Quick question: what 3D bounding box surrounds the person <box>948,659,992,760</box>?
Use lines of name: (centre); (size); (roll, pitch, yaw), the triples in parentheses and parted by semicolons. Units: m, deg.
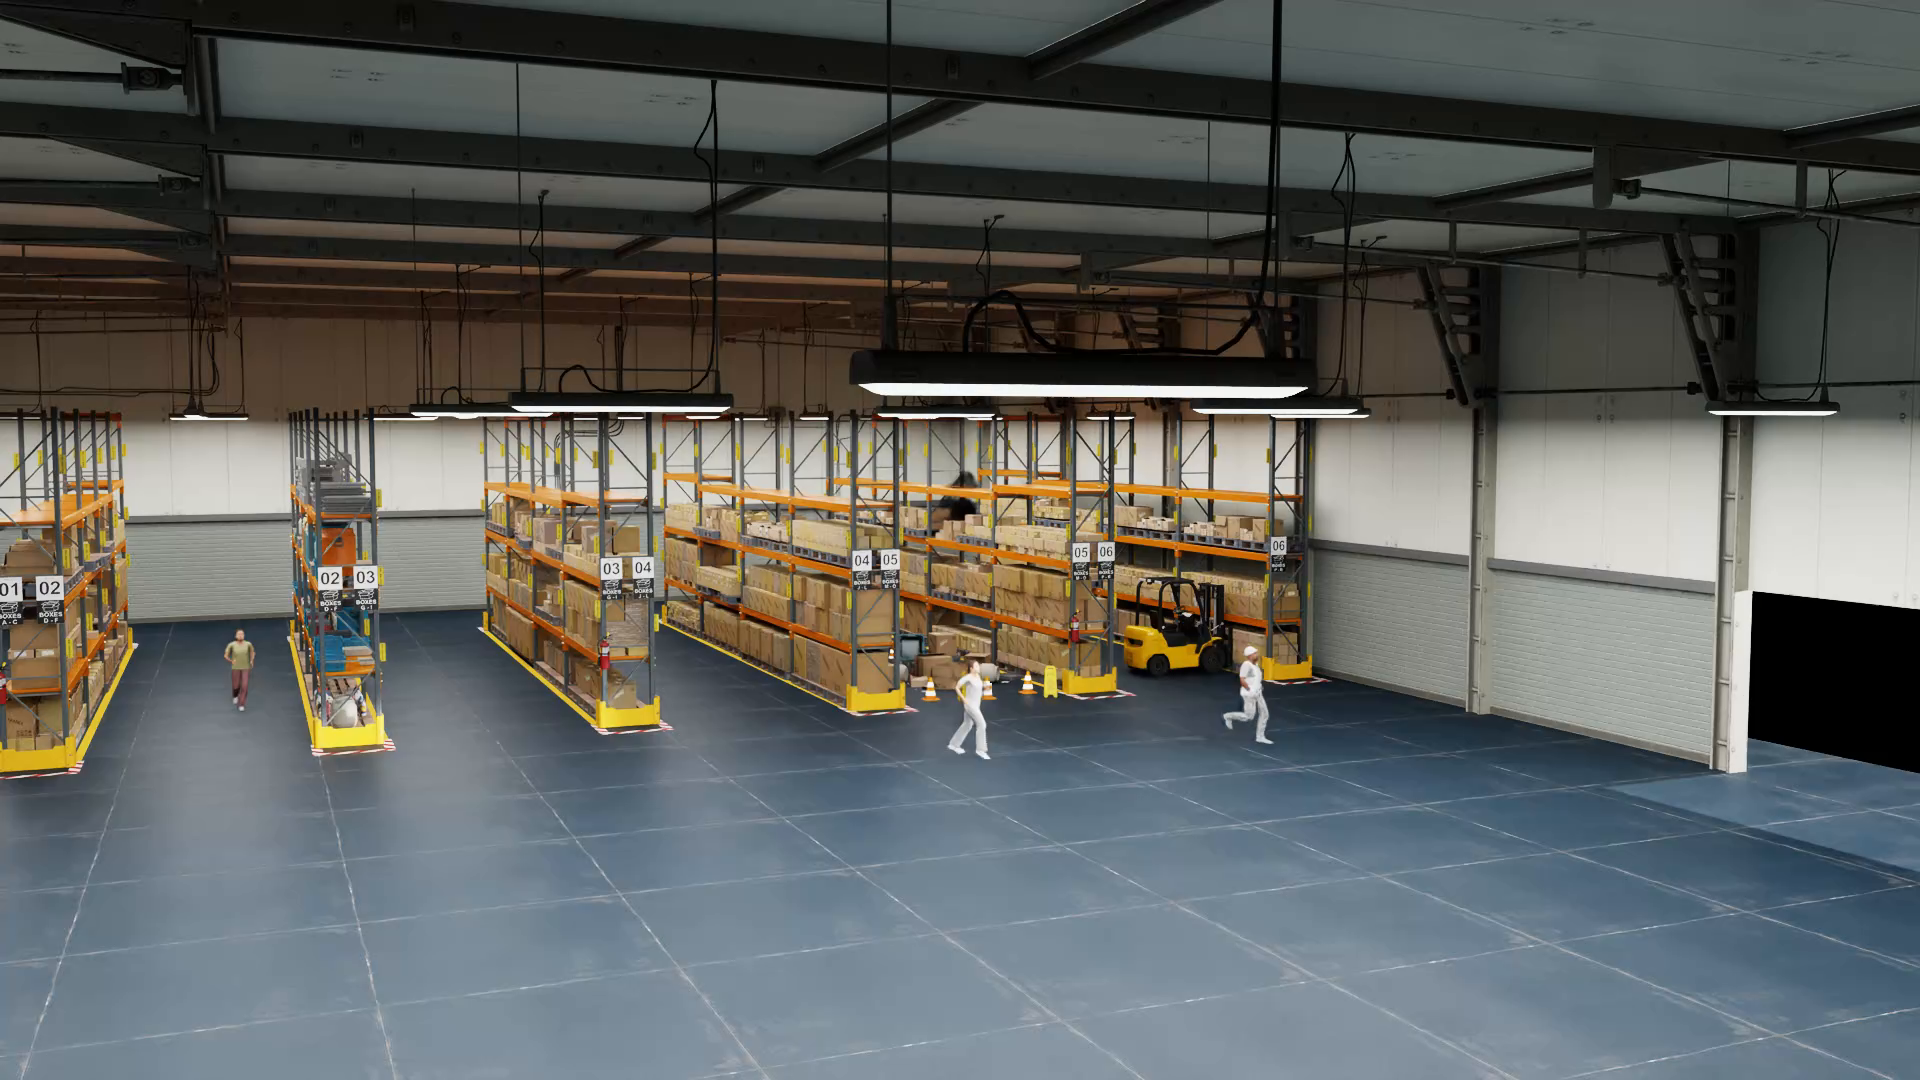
person: (0.180, 2.896, 28.531); (0.793, 1.725, 0.541); (1, 4, 17)

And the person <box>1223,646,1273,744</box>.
person: (5.196, 2.780, 29.901); (0.898, 1.750, 0.676); (2, 5, 31)

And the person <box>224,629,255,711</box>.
person: (-14.384, 2.578, 33.248); (0.580, 1.628, 0.626); (-2, 5, -31)
